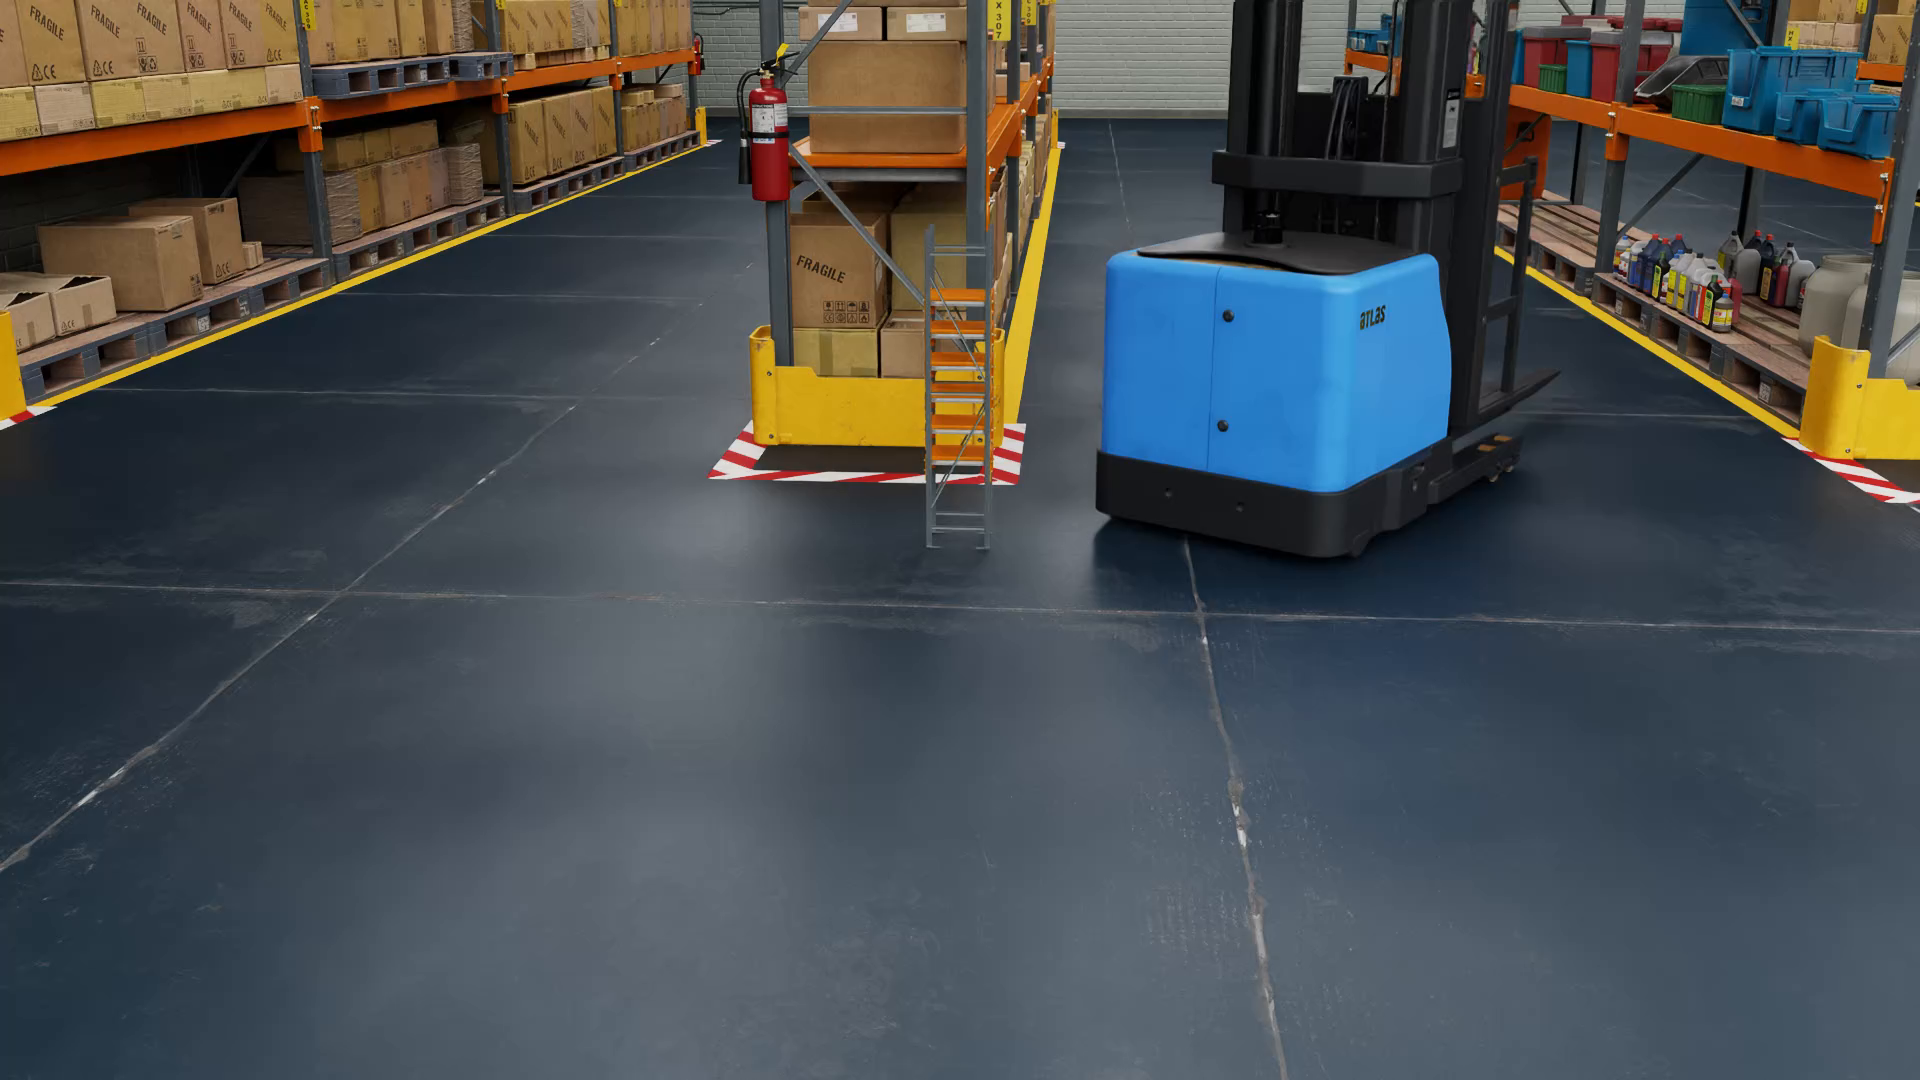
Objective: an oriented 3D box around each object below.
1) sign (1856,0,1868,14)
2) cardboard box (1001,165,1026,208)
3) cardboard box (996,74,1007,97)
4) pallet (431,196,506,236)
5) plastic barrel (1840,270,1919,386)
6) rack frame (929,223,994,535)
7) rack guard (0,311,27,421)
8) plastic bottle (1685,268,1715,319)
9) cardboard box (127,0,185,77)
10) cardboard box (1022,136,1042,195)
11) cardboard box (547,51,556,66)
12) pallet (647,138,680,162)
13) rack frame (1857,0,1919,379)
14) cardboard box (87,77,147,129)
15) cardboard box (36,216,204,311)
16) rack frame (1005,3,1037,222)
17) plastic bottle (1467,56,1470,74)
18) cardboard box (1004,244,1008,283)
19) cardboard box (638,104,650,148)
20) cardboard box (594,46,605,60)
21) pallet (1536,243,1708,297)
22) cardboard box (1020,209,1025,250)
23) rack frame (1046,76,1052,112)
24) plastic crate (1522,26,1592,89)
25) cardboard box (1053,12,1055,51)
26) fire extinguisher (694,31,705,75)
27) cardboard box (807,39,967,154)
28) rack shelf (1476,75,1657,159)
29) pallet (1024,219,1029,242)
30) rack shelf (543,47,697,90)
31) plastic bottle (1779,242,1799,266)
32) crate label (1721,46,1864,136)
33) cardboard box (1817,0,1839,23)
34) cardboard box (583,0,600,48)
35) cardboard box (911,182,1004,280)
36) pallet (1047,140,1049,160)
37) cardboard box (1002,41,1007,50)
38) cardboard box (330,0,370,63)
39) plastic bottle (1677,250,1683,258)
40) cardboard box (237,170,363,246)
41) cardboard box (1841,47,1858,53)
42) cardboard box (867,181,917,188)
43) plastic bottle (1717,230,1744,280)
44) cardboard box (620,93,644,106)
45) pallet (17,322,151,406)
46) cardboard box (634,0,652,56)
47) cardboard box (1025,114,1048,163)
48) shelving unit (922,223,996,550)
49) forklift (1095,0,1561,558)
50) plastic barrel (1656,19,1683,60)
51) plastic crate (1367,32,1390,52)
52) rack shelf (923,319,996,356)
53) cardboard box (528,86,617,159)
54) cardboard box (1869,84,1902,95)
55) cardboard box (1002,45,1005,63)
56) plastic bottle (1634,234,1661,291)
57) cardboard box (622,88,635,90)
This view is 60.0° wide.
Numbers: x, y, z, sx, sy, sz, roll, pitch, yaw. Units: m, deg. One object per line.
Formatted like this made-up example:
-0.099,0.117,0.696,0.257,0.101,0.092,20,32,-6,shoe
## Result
9.807,-5.887,18.054,0.100,0.325,0.005,1,18,4,sign
0.261,-2.762,12.876,0.500,0.311,0.500,1,18,2,cardboard box
0.174,-3.315,12.126,0.380,0.149,0.250,1,18,4,cardboard box
-4.806,-2.948,15.080,1.003,0.211,1.213,1,18,4,pallet
4.531,-1.033,8.080,0.421,0.512,0.421,0,18,0,plastic barrel
0.006,-0.594,6.309,0.240,1.200,0.006,1,18,4,rack frame
-5.316,-0.867,8.265,1.175,0.500,0.348,1,18,4,rack guard
4.310,-1.425,9.623,0.152,0.276,0.135,1,18,2,plastic bottle
-4.874,-2.941,9.586,0.500,0.500,0.500,2,18,6,cardboard box
0.511,-3.562,15.785,0.500,0.500,0.500,2,18,6,cardboard box
-4.394,-4.979,17.173,0.380,0.149,0.250,1,18,4,cardboard box
-4.244,-5.047,21.487,1.003,0.211,1.213,1,18,4,pallet
4.560,-1.810,7.129,1.000,3.000,0.127,1,18,4,rack frame
-4.905,-2.433,9.240,0.500,0.250,0.500,1,18,3,cardboard box
-5.039,-1.669,10.006,0.700,0.500,0.500,0,18,0,cardboard box
0.193,-4.406,15.052,1.000,3.000,0.127,1,18,4,rack frame
4.780,-4.442,15.482,0.097,0.201,0.097,0,18,0,plastic bottle
0.045,-1.753,10.696,0.500,0.250,0.500,1,18,4,cardboard box
-4.266,-5.155,20.679,0.700,0.500,0.500,1,18,3,cardboard box
-4.198,-5.458,18.633,0.380,0.149,0.250,2,18,5,cardboard box
4.864,-1.972,12.101,1.003,0.211,1.213,1,18,4,pallet
0.220,-2.335,12.473,0.500,0.250,0.500,2,18,5,cardboard box
0.766,-6.891,22.635,1.000,3.000,0.127,1,18,4,rack frame
4.712,-3.830,13.190,0.402,0.464,0.583,1,18,4,plastic crate
0.972,-6.632,21.684,0.500,0.500,0.500,1,18,4,cardboard box
-3.704,-6.823,23.151,0.296,0.674,0.183,1,18,4,fire extinguisher
-0.334,-2.114,7.896,0.700,0.500,0.500,1,18,4,cardboard box
4.990,-3.331,12.928,1.077,0.370,4.000,1,18,4,rack shelf
0.095,-2.826,14.709,1.003,0.211,1.213,1,18,4,pallet
-4.318,-6.037,21.185,1.077,0.370,4.000,1,18,4,rack shelf
5.051,-1.636,10.146,0.144,0.351,0.185,1,18,4,plastic bottle
4.422,-2.404,8.886,0.502,0.435,0.616,1,18,4,crate label
10.167,-6.157,18.954,0.500,0.500,0.500,1,18,4,cardboard box
-4.270,-5.648,18.174,0.500,0.500,0.500,1,18,4,cardboard box
-0.010,-1.798,9.630,0.500,0.500,0.500,1,18,4,cardboard box
0.615,-4.916,21.088,1.003,0.211,1.213,1,18,4,pallet
0.126,-4.851,15.576,0.700,0.500,0.500,-5,19,-15,cardboard box
-4.917,-3.860,12.520,0.700,0.500,0.500,3,18,10,cardboard box
4.485,-1.675,10.394,0.097,0.271,0.097,0,18,0,plastic bottle
-4.999,-2.523,12.614,0.700,0.500,0.500,2,18,6,cardboard box
10.055,-5.409,18.516,0.380,0.149,0.250,1,18,4,cardboard box
-0.511,-1.965,10.141,0.500,0.500,0.500,1,18,4,cardboard box
4.944,-1.799,10.644,0.144,0.351,0.185,1,18,4,plastic bottle
-4.099,-5.410,20.414,0.380,0.149,0.250,2,18,6,cardboard box
-5.223,-0.981,9.077,1.003,0.211,1.213,1,18,4,pallet
-4.349,-6.295,20.335,0.980,0.700,0.700,1,18,3,cardboard box
0.730,-4.510,18.677,0.500,0.500,0.500,1,18,4,cardboard box
-0.001,-0.566,6.222,0.258,1.200,0.189,1,18,4,shelving unit
1.825,-1.721,6.970,1.130,2.935,3.031,13,22,35,forklift
5.134,-3.409,11.791,0.433,0.535,0.433,0,18,0,plastic barrel
5.245,-6.156,20.567,0.416,0.233,0.300,1,18,4,plastic crate
-0.001,-0.752,6.162,0.258,0.103,0.180,1,18,4,rack shelf
-4.378,-4.731,18.822,0.750,0.750,0.750,1,18,5,cardboard box
10.334,-4.417,17.823,1.225,0.875,0.875,1,18,4,cardboard box
0.123,-4.252,14.724,0.500,0.311,0.500,2,18,7,cardboard box
4.375,-1.761,10.527,0.144,0.351,0.185,2,18,5,plastic bottle
-4.405,-5.750,21.452,0.380,0.149,0.250,1,18,4,cardboard box
